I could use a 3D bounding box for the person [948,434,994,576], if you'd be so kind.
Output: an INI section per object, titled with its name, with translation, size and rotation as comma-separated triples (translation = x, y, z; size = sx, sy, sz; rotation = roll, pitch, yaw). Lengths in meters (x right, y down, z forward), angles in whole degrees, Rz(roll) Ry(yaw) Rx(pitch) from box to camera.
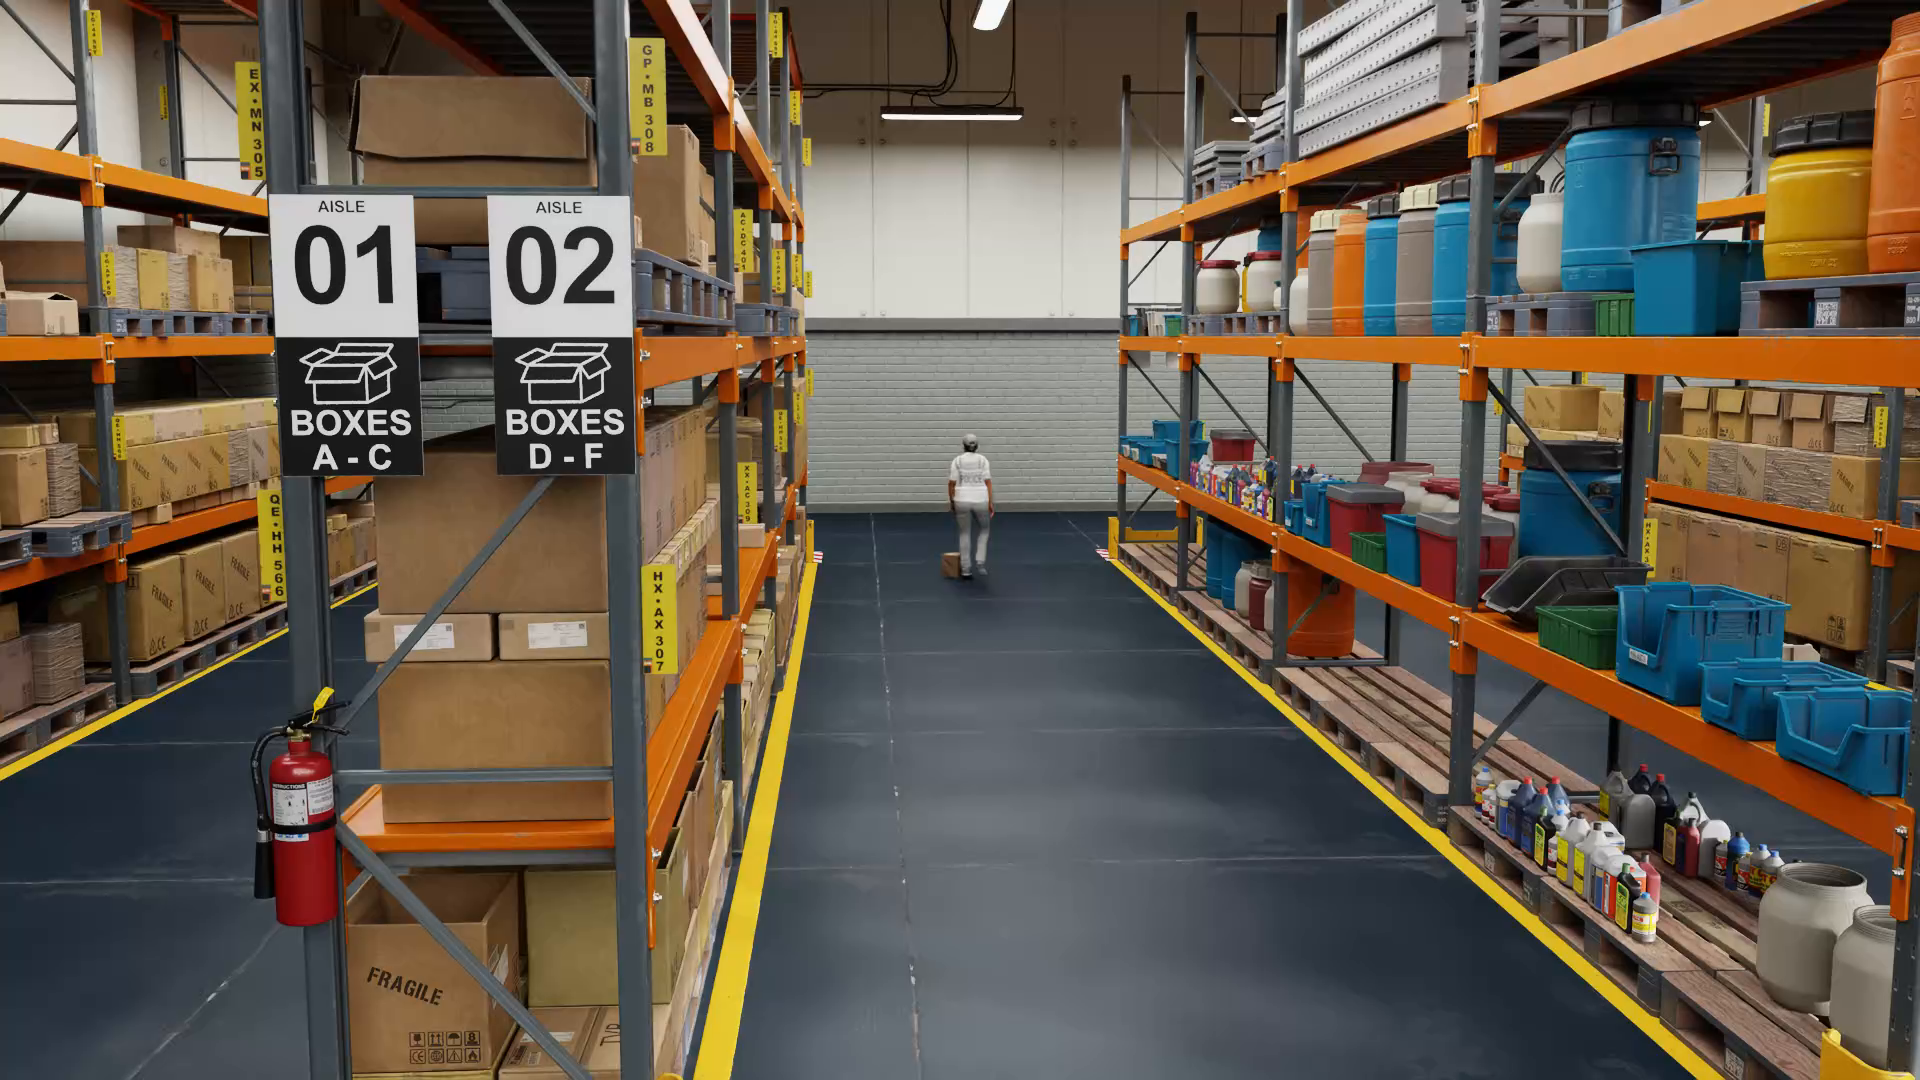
[person]
translation = 0.126, -0.386, 19.451
size = 0.525, 1.712, 0.527
rotation = 0, 7, -4
